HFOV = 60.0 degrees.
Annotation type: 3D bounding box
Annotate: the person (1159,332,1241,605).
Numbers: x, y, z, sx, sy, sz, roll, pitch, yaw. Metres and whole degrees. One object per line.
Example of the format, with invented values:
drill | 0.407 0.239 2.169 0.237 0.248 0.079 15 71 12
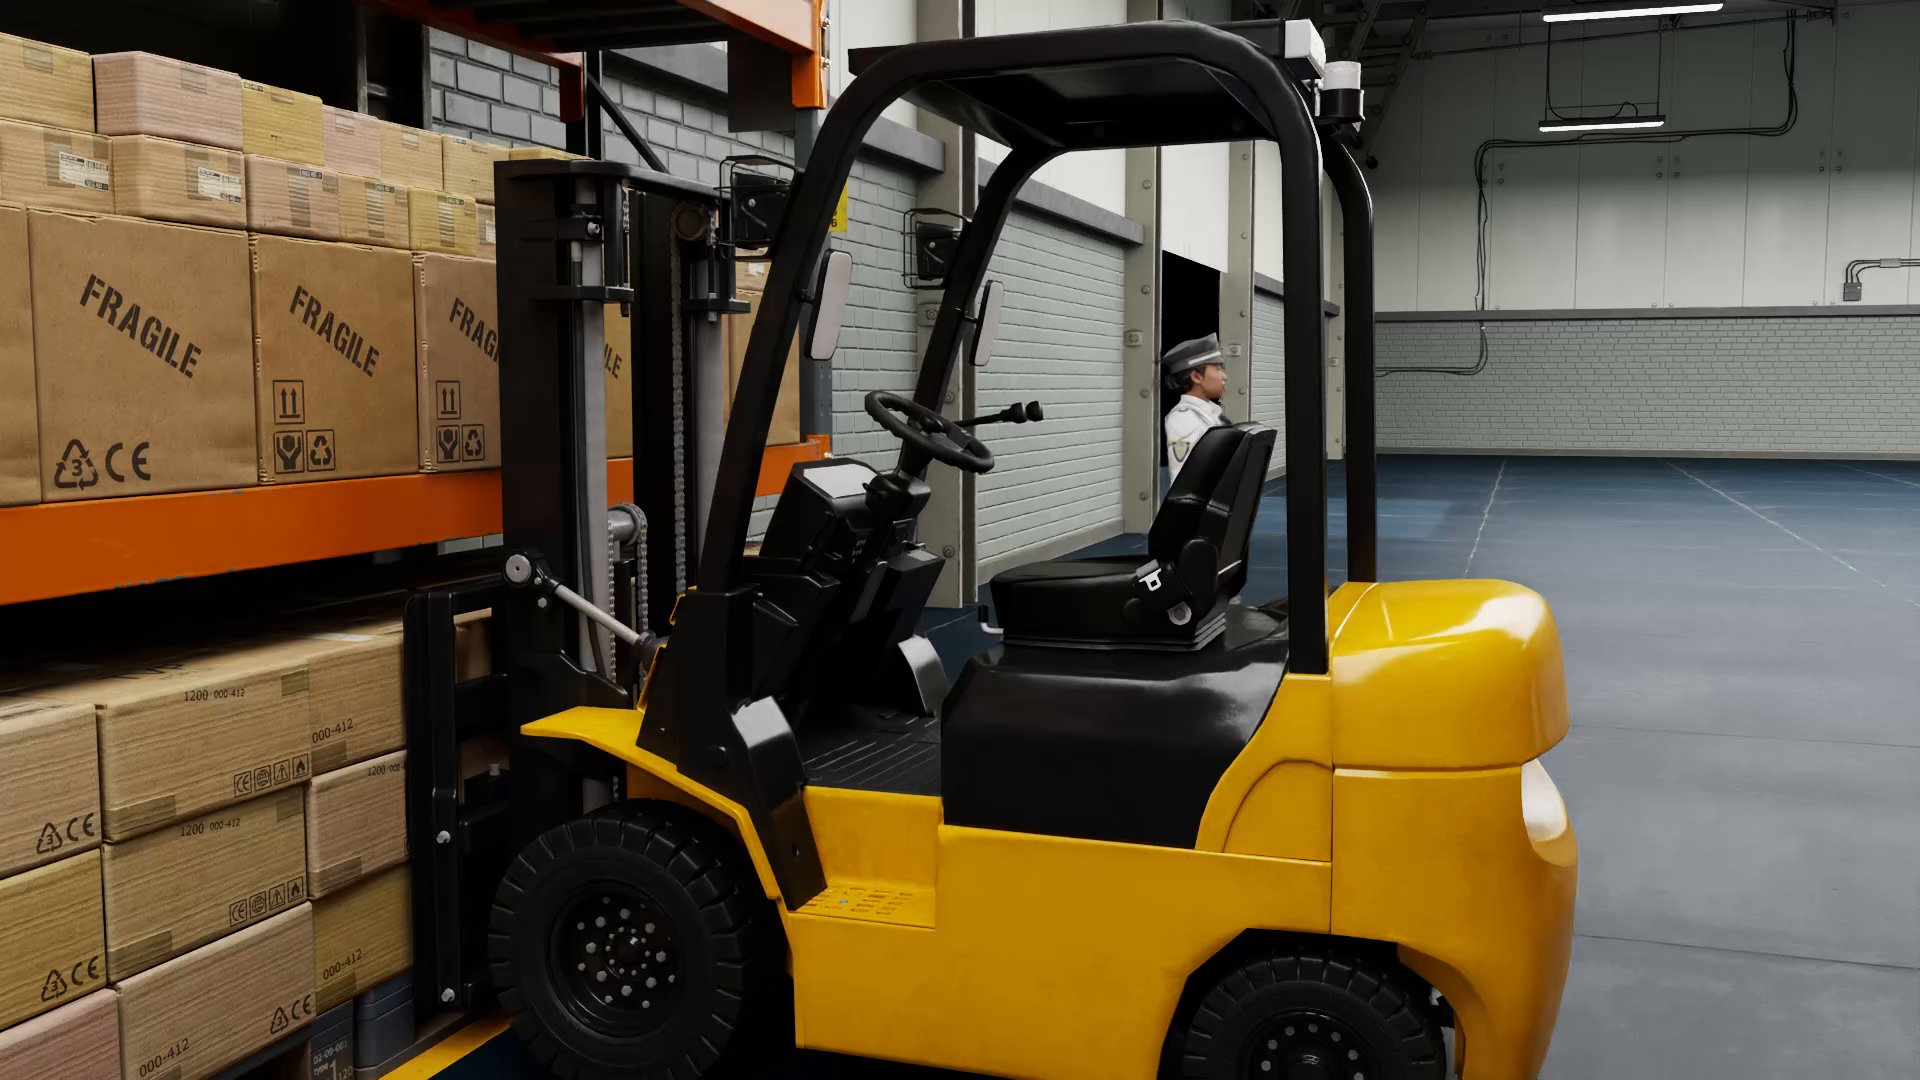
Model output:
person | 0.947 0.009 6.695 0.482 1.682 0.498 2 6 19
